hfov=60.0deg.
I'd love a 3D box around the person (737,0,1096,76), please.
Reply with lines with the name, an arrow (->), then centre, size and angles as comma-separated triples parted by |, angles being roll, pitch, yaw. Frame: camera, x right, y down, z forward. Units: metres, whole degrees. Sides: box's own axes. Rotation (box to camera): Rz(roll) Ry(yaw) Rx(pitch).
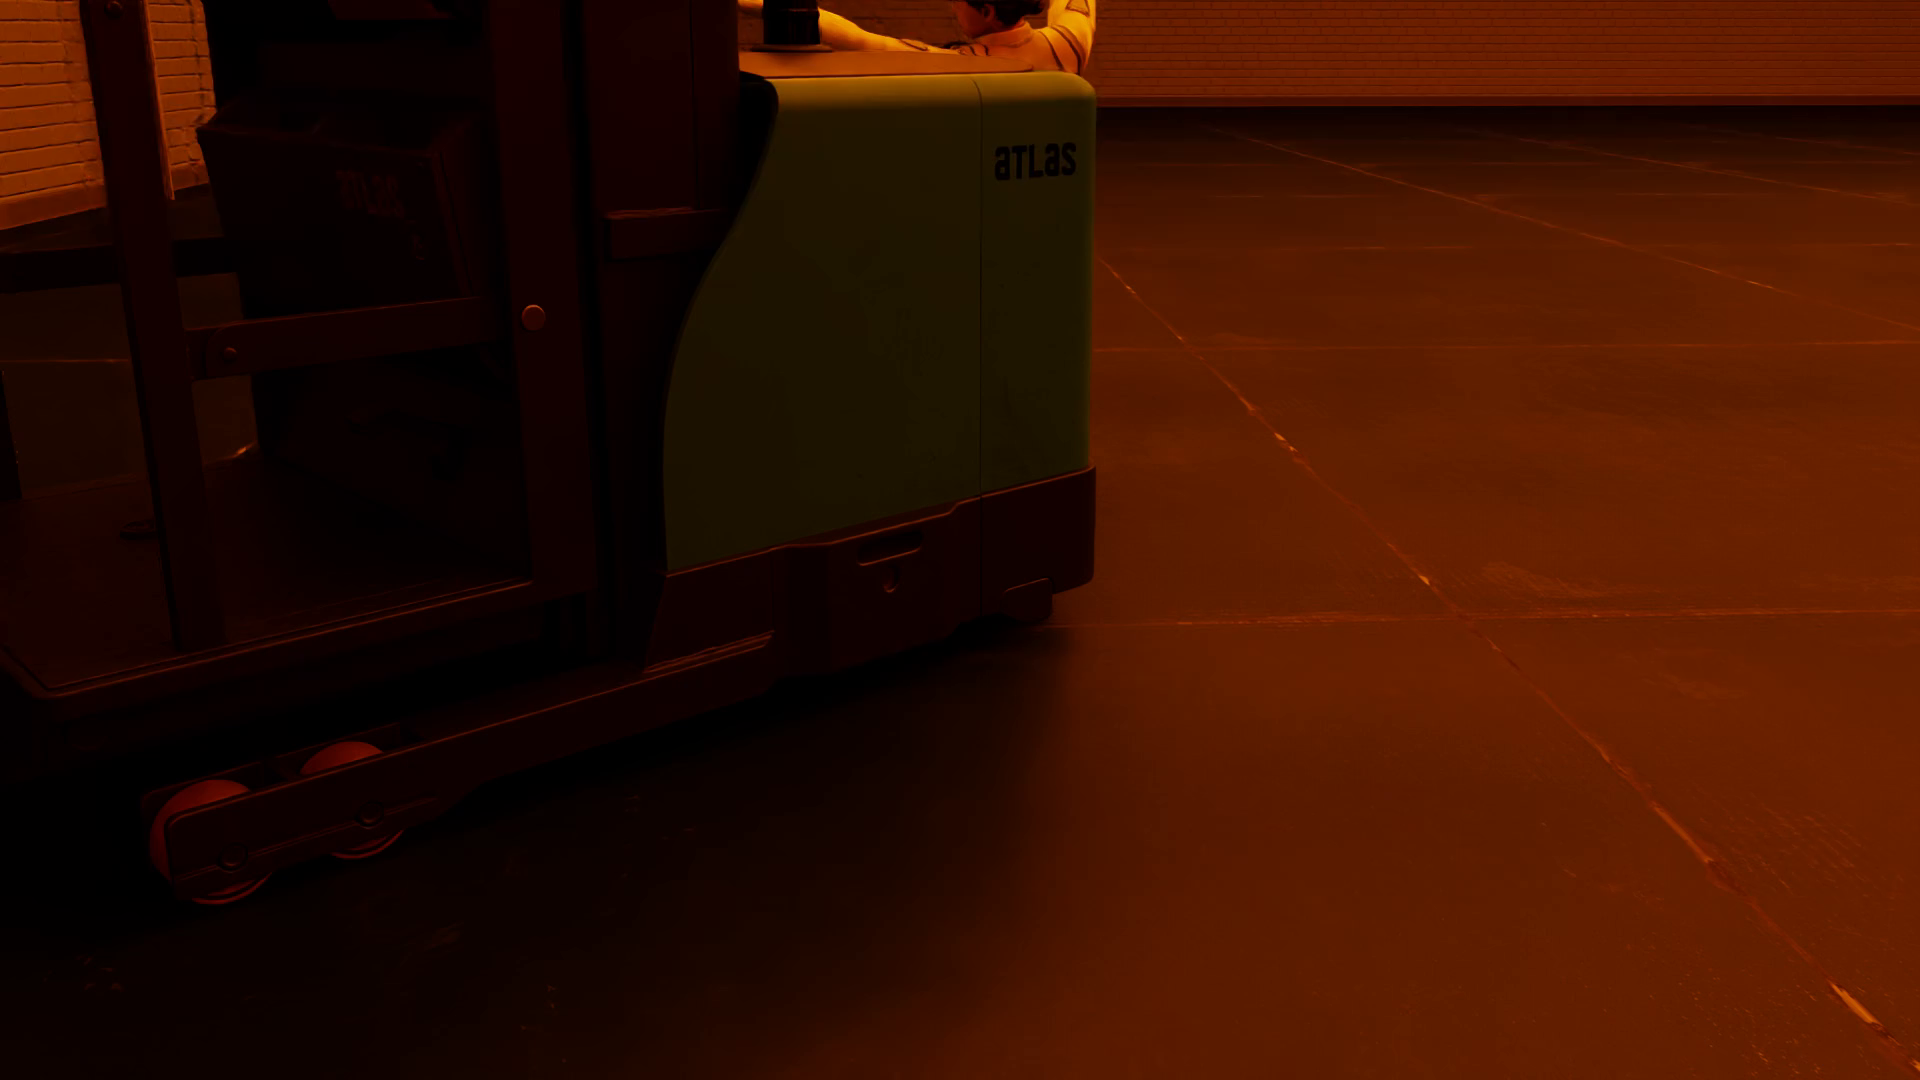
person -> -0.144, -0.970, 4.531 | 1.019, 1.537, 0.825 | -2, 17, -7

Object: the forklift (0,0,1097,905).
forklift -> -1.152, -1.073, 2.416 | 3.031, 2.935, 1.130 | -15, 23, -40
